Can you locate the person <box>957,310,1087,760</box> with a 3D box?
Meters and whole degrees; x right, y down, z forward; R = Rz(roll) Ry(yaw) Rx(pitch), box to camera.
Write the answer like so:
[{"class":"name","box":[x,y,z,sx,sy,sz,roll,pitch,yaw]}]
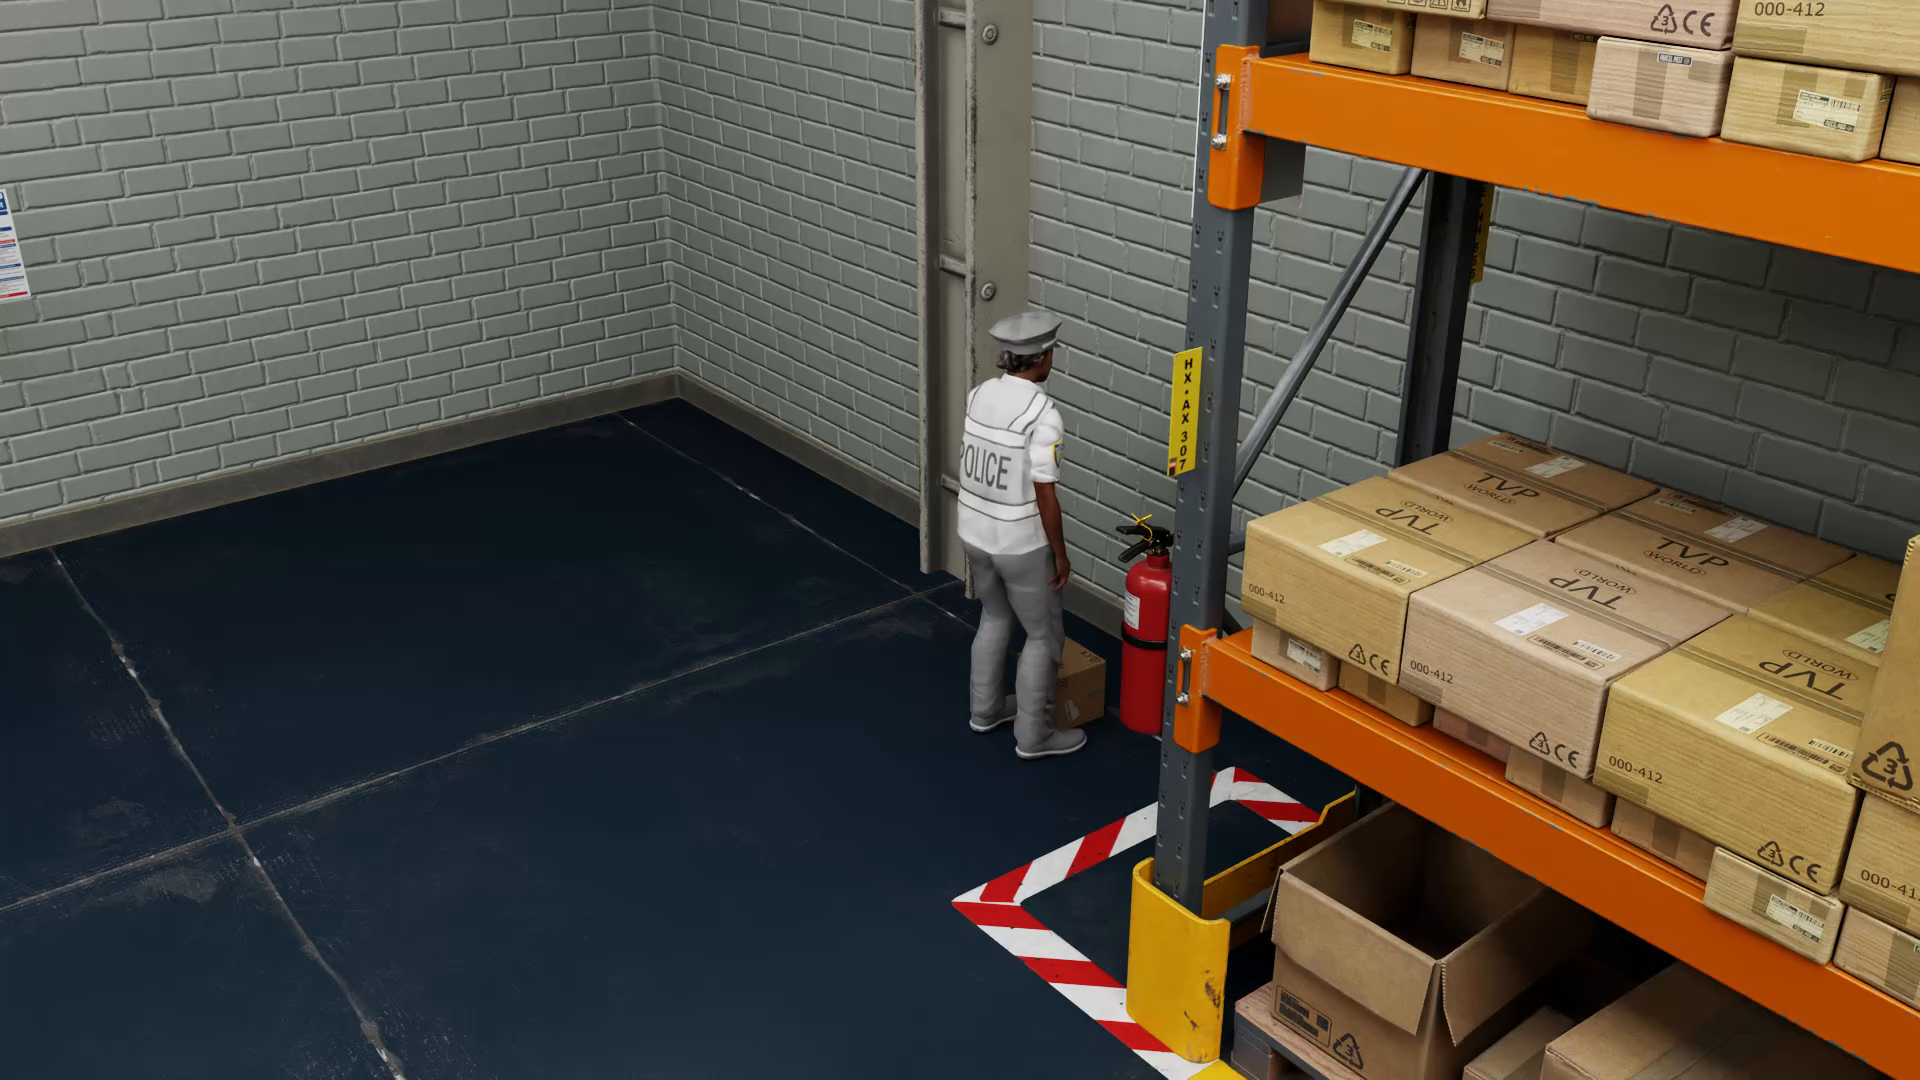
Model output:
[{"class":"person","box":[0.216,0.000,6.111,0.395,1.656,0.521,-20,32,-37]}]
